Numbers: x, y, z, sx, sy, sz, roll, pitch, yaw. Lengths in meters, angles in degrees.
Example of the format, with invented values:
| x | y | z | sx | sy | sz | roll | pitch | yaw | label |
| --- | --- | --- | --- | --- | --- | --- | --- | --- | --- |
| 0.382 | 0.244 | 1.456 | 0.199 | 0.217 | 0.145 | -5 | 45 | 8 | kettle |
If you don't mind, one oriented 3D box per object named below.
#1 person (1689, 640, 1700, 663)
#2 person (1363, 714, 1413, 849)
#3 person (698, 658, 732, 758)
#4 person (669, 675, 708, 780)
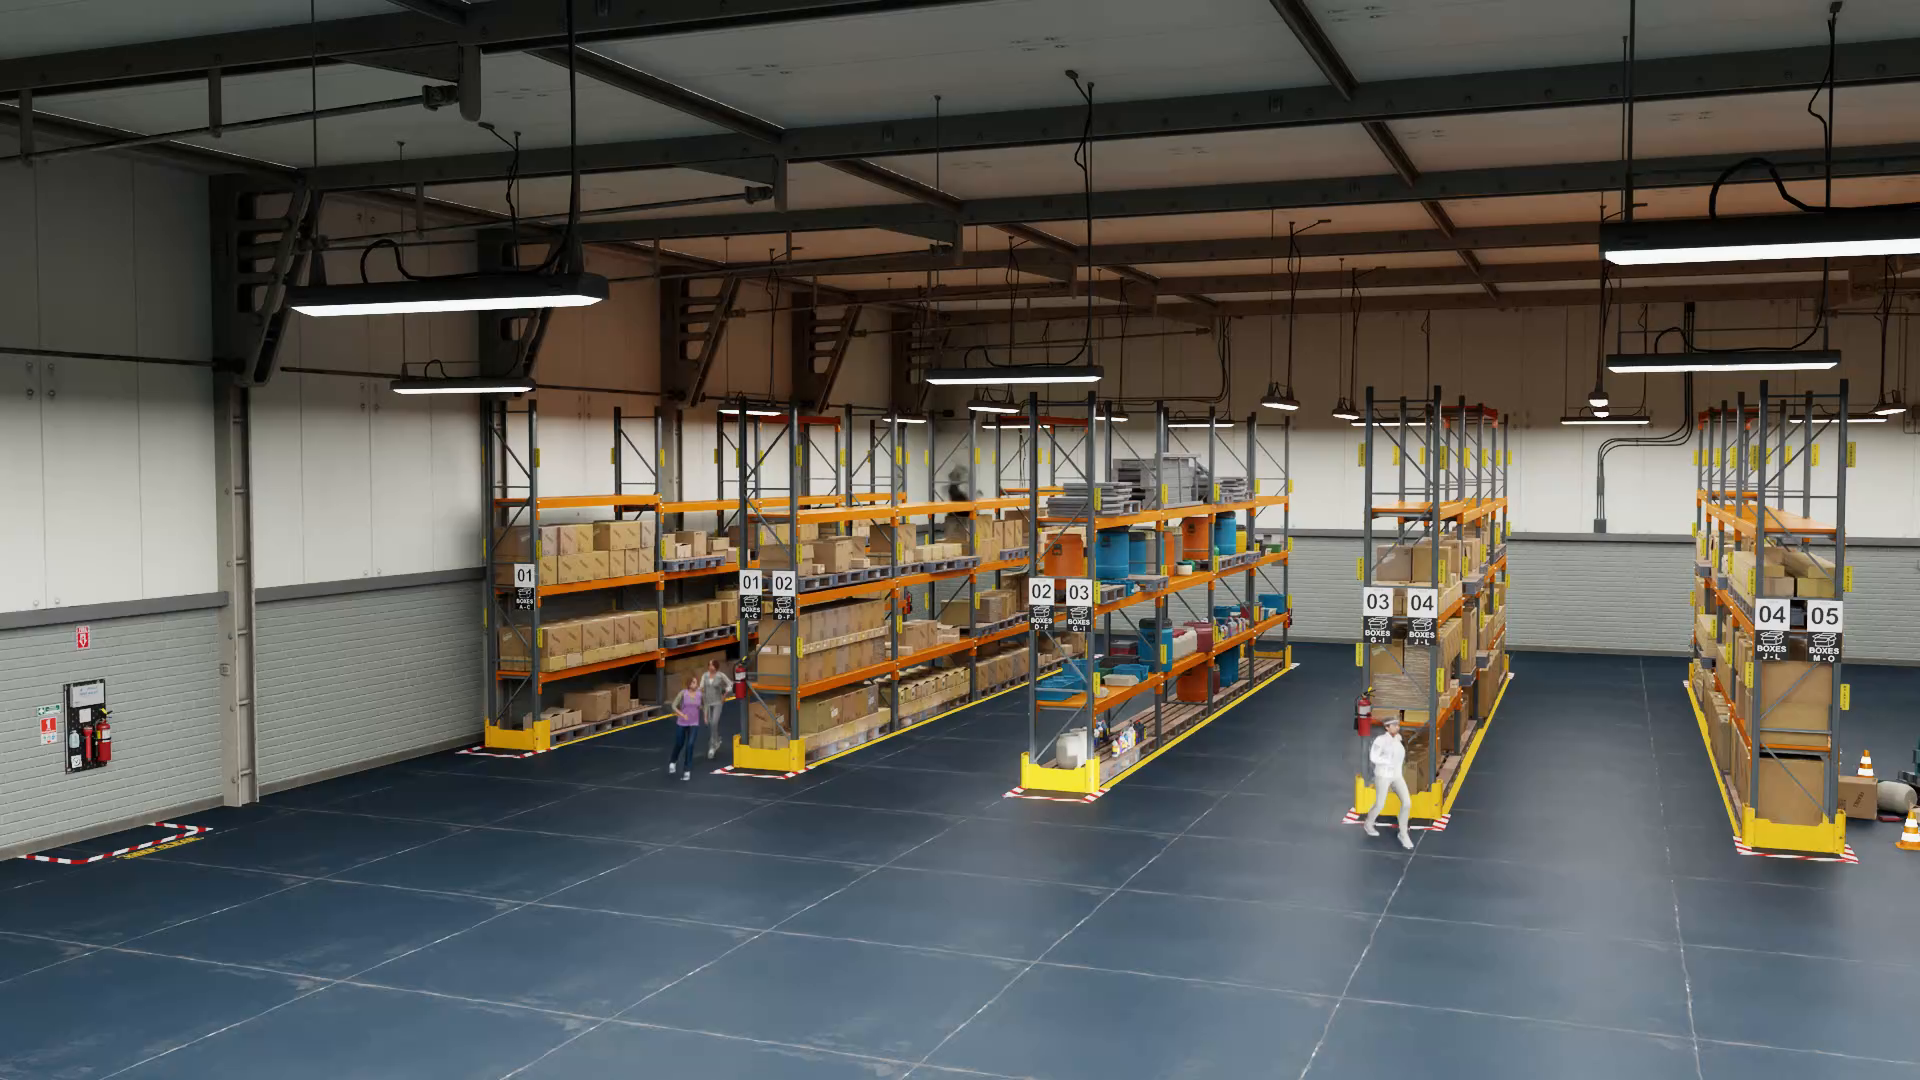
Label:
| x | y | z | sx | sy | sz | roll | pitch | yaw | label |
| --- | --- | --- | --- | --- | --- | --- | --- | --- | --- |
| 16.733 | 2.353 | 37.666 | 0.501 | 1.565 | 0.668 | 3 | 4 | 44 | person |
| 5.554 | 3.102 | 21.611 | 0.636 | 1.715 | 0.817 | -1 | 3 | -24 | person |
| -4.148 | 2.805 | 28.000 | 0.525 | 1.629 | 0.733 | 1 | 3 | 14 | person |
| -4.218 | 2.904 | 26.011 | 0.603 | 1.574 | 0.845 | -1 | 3 | -19 | person |
